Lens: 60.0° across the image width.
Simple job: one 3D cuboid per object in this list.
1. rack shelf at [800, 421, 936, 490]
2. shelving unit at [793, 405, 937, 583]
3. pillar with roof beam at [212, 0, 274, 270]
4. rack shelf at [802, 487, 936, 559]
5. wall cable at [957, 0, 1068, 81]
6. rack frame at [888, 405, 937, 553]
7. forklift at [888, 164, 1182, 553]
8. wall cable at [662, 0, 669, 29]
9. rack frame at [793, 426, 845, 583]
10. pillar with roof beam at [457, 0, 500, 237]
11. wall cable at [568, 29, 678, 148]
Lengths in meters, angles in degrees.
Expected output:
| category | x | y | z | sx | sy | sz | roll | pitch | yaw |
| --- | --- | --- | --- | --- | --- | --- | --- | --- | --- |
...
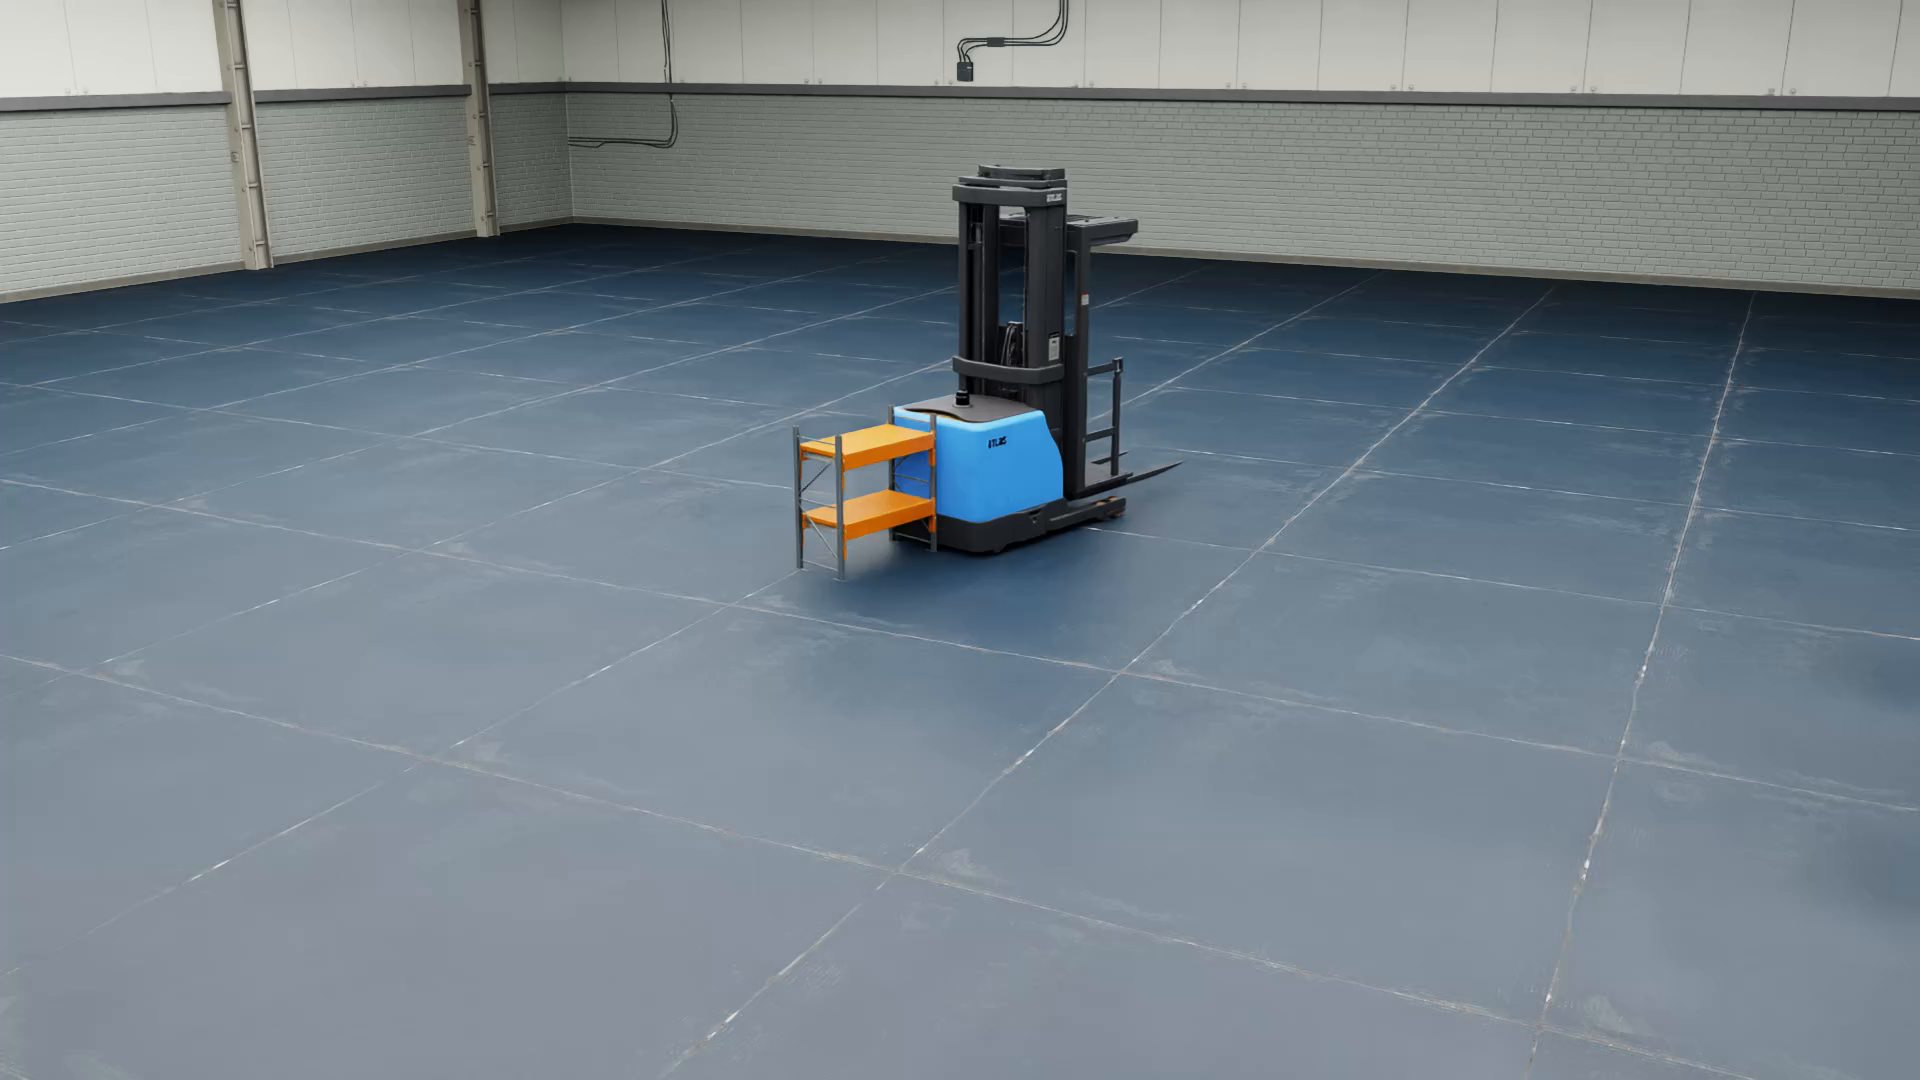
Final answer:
| category | x | y | z | sx | sy | sz | roll | pitch | yaw |
| --- | --- | --- | --- | --- | --- | --- | --- | --- | --- |
| rack shelf | -0.717 | -0.656 | 12.731 | 0.538 | 0.278 | 1.000 | 14 | 22 | 40 |
| shelving unit | -0.717 | -0.376 | 12.814 | 0.538 | 1.125 | 1.048 | 14 | 22 | 40 |
| pillar with roof beam | -8.827 | -8.684 | 26.957 | 9.100 | 9.000 | 0.400 | 8 | 18 | 25 |
| rack shelf | -0.717 | -0.141 | 12.884 | 0.538 | 0.278 | 1.000 | 14 | 22 | 40 |
| wall cable | 0.988 | -11.761 | 31.342 | 2.305 | 6.003 | 0.169 | 8 | 18 | 25 |
| rack frame | -0.377 | -0.483 | 13.176 | 0.500 | 1.125 | 0.032 | 14 | 22 | 40 |
| forklift | 0.767 | -1.648 | 13.925 | 1.130 | 2.935 | 3.031 | 14 | 22 | 40 |
| wall cable | -5.078 | -11.930 | 34.471 | 3.097 | 2.526 | 0.112 | 8 | 18 | 25 |
| rack frame | -1.057 | -0.268 | 12.452 | 0.500 | 1.125 | 0.032 | 14 | 22 | 40 |
| pillar with roof beam | -6.146 | -10.212 | 32.102 | 9.100 | 9.000 | 0.400 | 8 | 18 | 25 |
| wall cable | -7.498 | -9.854 | 36.349 | 3.097 | 2.526 | 0.112 | 8 | 18 | 25 |
